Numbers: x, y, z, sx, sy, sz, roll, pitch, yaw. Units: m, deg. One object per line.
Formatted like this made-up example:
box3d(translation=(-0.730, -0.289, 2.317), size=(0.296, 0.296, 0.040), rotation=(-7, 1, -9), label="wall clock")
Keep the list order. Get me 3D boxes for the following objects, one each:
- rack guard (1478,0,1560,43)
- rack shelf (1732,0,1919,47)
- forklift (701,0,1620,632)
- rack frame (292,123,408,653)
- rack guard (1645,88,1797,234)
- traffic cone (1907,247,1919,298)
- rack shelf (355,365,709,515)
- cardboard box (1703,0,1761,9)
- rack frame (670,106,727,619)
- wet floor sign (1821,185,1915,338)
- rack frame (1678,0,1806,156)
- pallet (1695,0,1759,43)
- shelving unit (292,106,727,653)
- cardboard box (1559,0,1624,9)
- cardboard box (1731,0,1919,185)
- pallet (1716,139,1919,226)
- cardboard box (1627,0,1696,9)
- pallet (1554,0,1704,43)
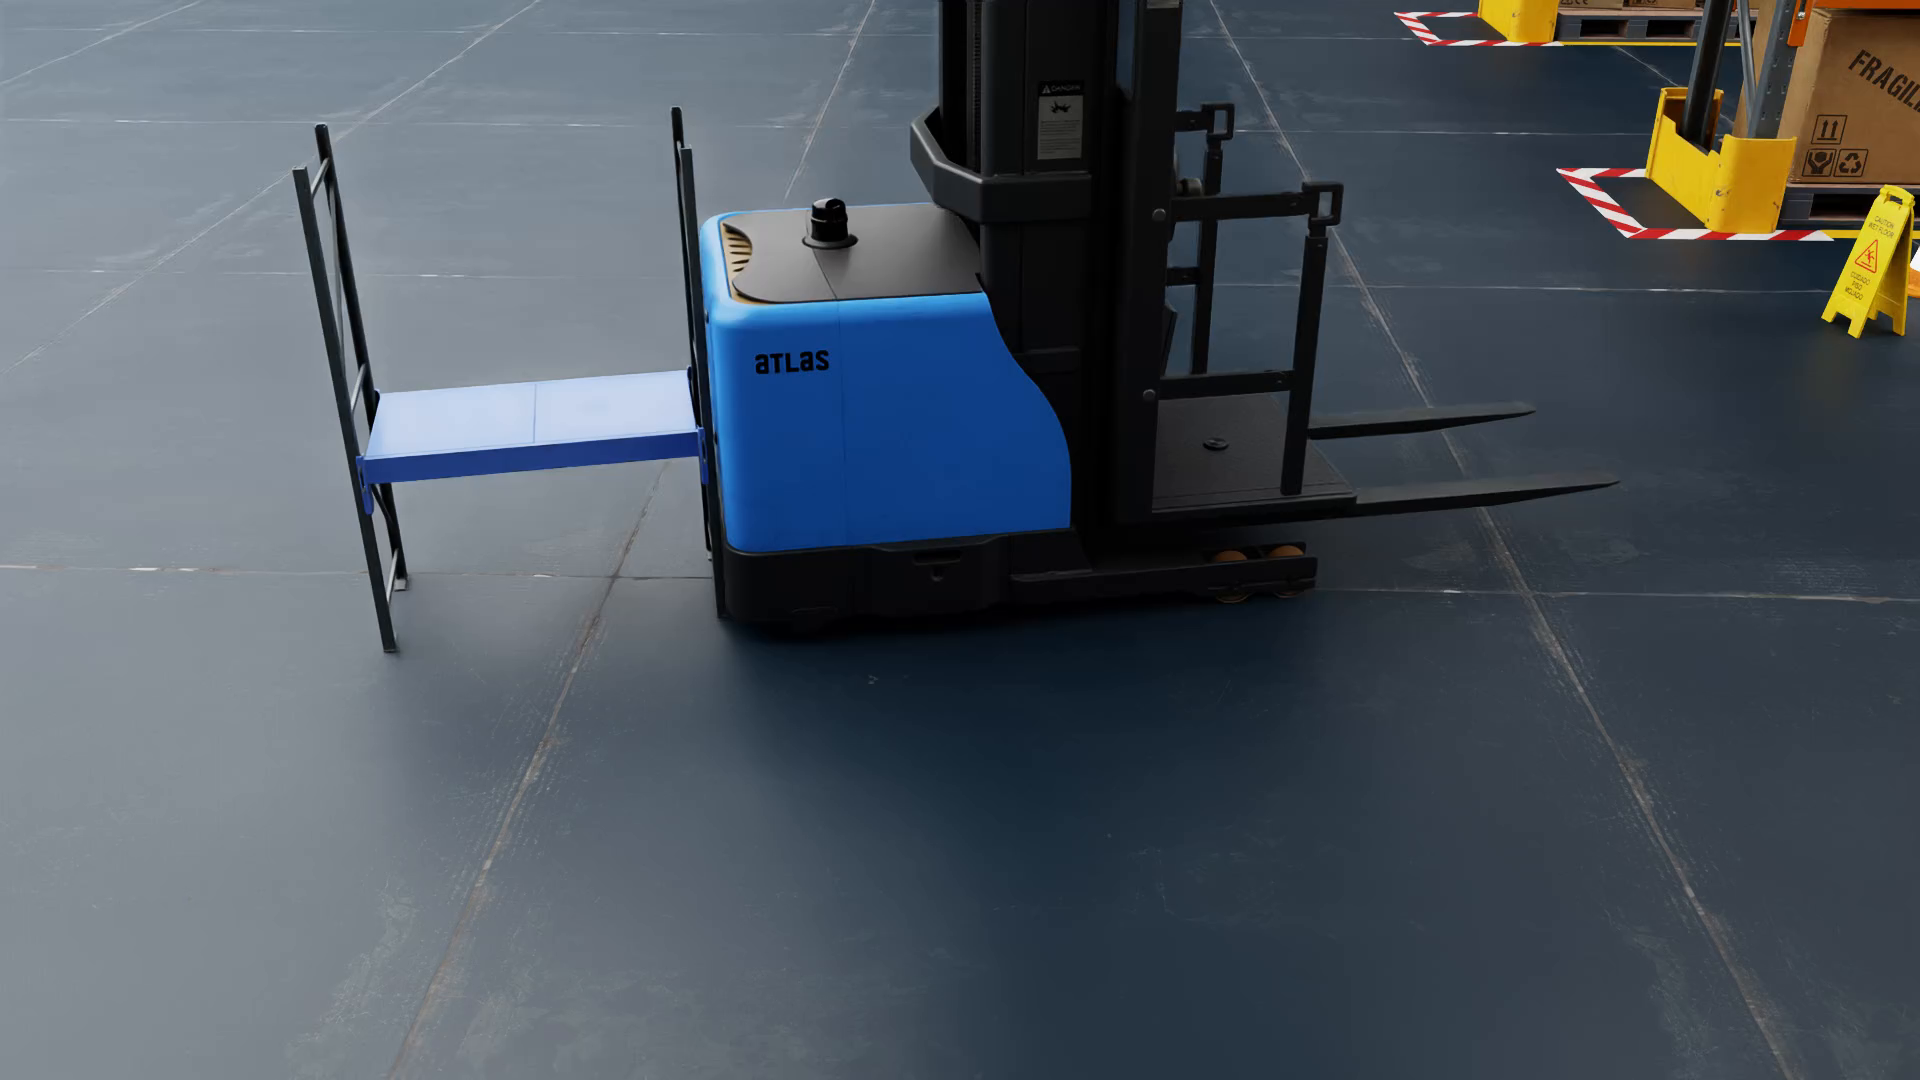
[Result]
box3d(translation=(4.565, -4.437, 13.587), size=(0.348, 0.500, 1.175), rotation=(1, 28, 2), label="rack guard")
box3d(translation=(6.212, -2.872, 8.733), size=(4.000, 0.370, 1.077), rotation=(1, 28, 2), label="rack shelf")
box3d(translation=(0.699, -1.330, 5.129), size=(3.031, 2.935, 1.130), rotation=(-5, 28, -9), label="forklift")
box3d(translation=(-1.801, -0.431, 4.962), size=(0.032, 1.500, 0.500), rotation=(-6, 28, -10), label="rack frame")
box3d(translation=(4.189, -2.119, 9.213), size=(0.348, 0.500, 1.175), rotation=(1, 28, 2), label="rack guard")
box3d(translation=(4.694, -1.429, 7.951), size=(0.334, 0.463, 0.336), rotation=(1, 28, 2), label="traffic cone")
box3d(translation=(-1.304, -0.321, 5.139), size=(1.000, 0.185, 0.538), rotation=(-6, 28, -10), label="rack shelf")
box3d(translation=(6.336, -4.593, 13.432), size=(0.500, 0.500, 0.500), rotation=(4, 28, 7), label="cardboard box")
box3d(translation=(-0.806, -0.529, 5.147), size=(0.032, 1.500, 0.500), rotation=(-6, 28, -10), label="rack frame")
box3d(translation=(4.114, -1.256, 7.431), size=(0.232, 0.644, 0.267), rotation=(-4, 28, -7), label="wet floor sign")
box3d(translation=(4.213, -3.223, 8.627), size=(0.127, 3.000, 1.000), rotation=(1, 28, 2), label="rack frame")
box3d(translation=(6.592, -4.258, 13.557), size=(1.213, 0.211, 1.003), rotation=(1, 28, 2), label="pallet")
box3d(translation=(-1.304, -0.480, 5.055), size=(1.048, 1.500, 0.538), rotation=(-6, 28, -10), label="shelving unit")
box3d(translation=(5.113, -4.606, 13.457), size=(0.500, 0.500, 0.500), rotation=(6, 29, 11), label="cardboard box")
box3d(translation=(4.893, -2.490, 9.064), size=(0.875, 0.875, 0.875), rotation=(1, 28, 2), label="cardboard box")
box3d(translation=(5.015, -2.014, 9.325), size=(1.213, 0.211, 1.003), rotation=(1, 28, 2), label="pallet")
box3d(translation=(5.711, -4.612, 13.468), size=(0.500, 0.500, 0.500), rotation=(8, 29, 15), label="cardboard box")
box3d(translation=(5.376, -4.280, 13.598), size=(1.213, 0.211, 1.003), rotation=(1, 28, 2), label="pallet")
